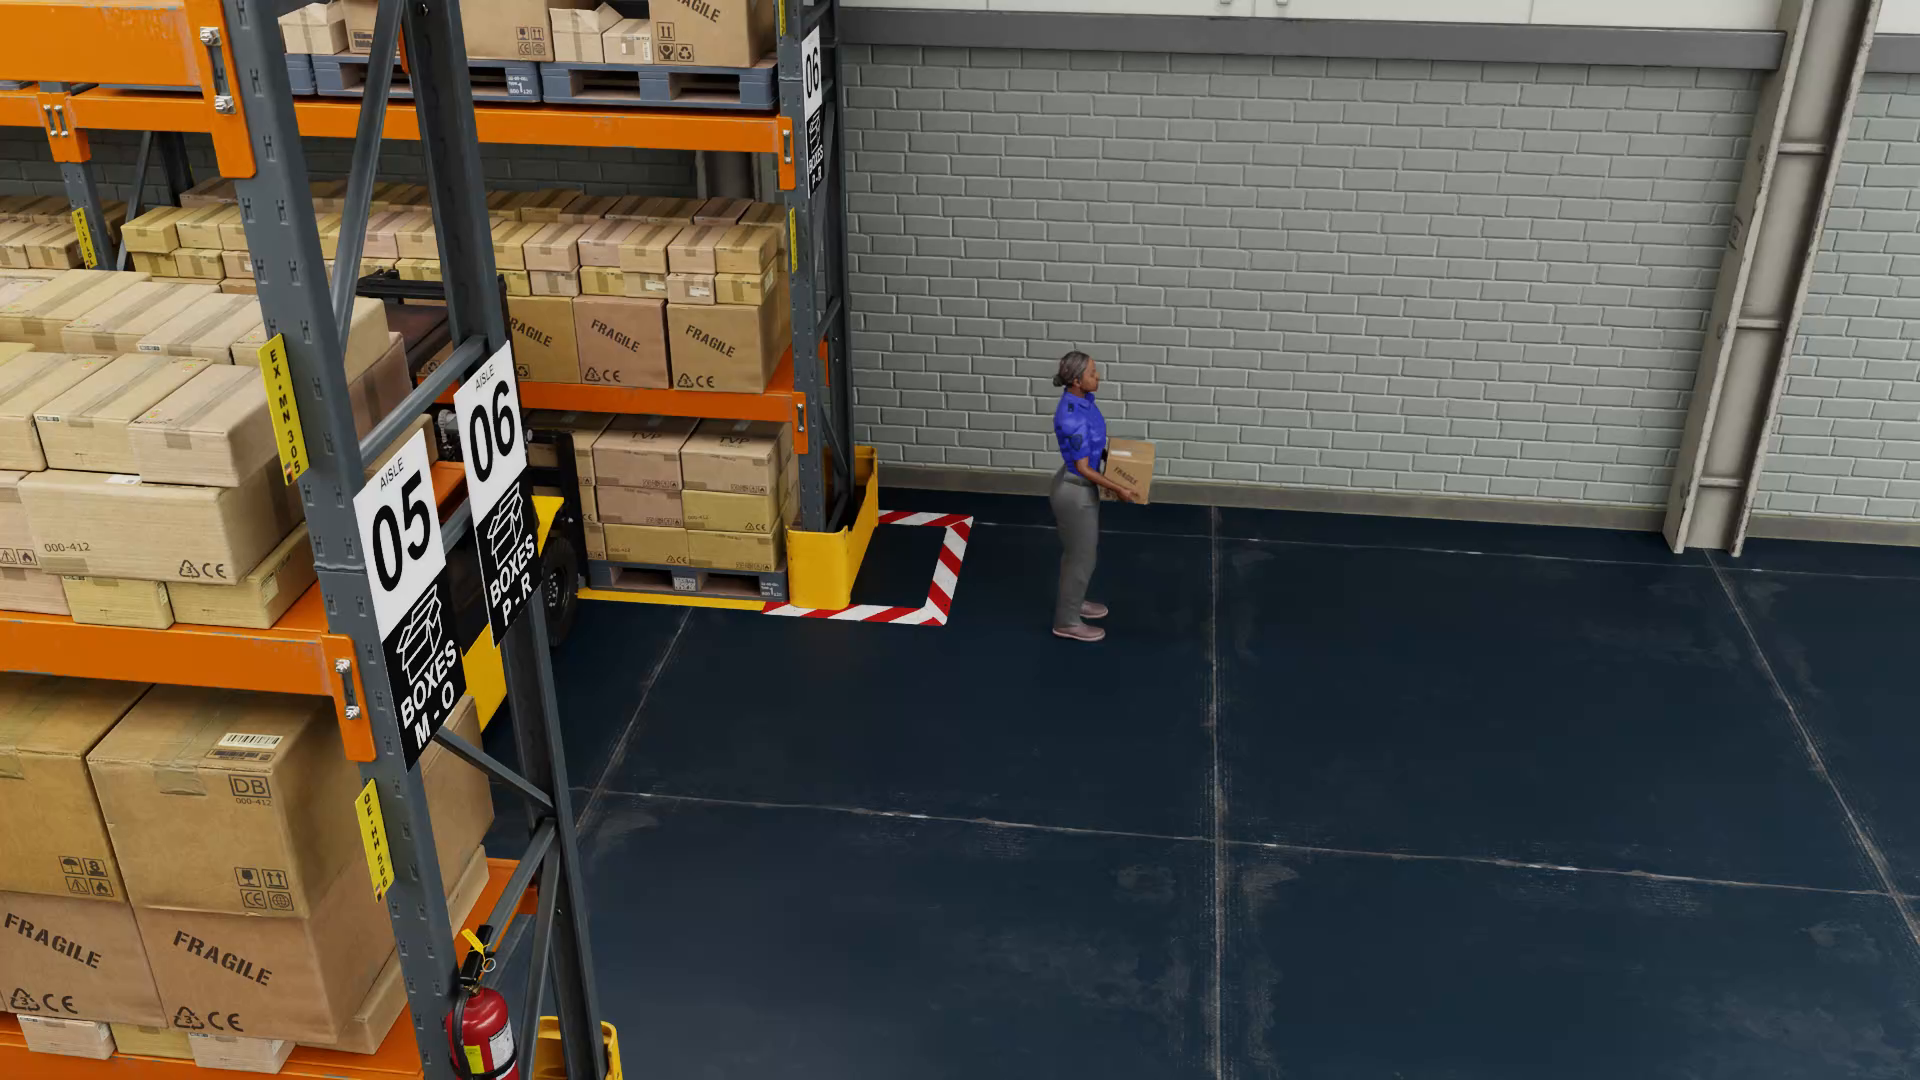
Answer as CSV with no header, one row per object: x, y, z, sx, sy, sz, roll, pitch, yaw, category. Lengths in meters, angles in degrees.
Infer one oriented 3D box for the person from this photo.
0.736,-0.245,9.080,0.500,1.653,0.460,3,29,6,person
